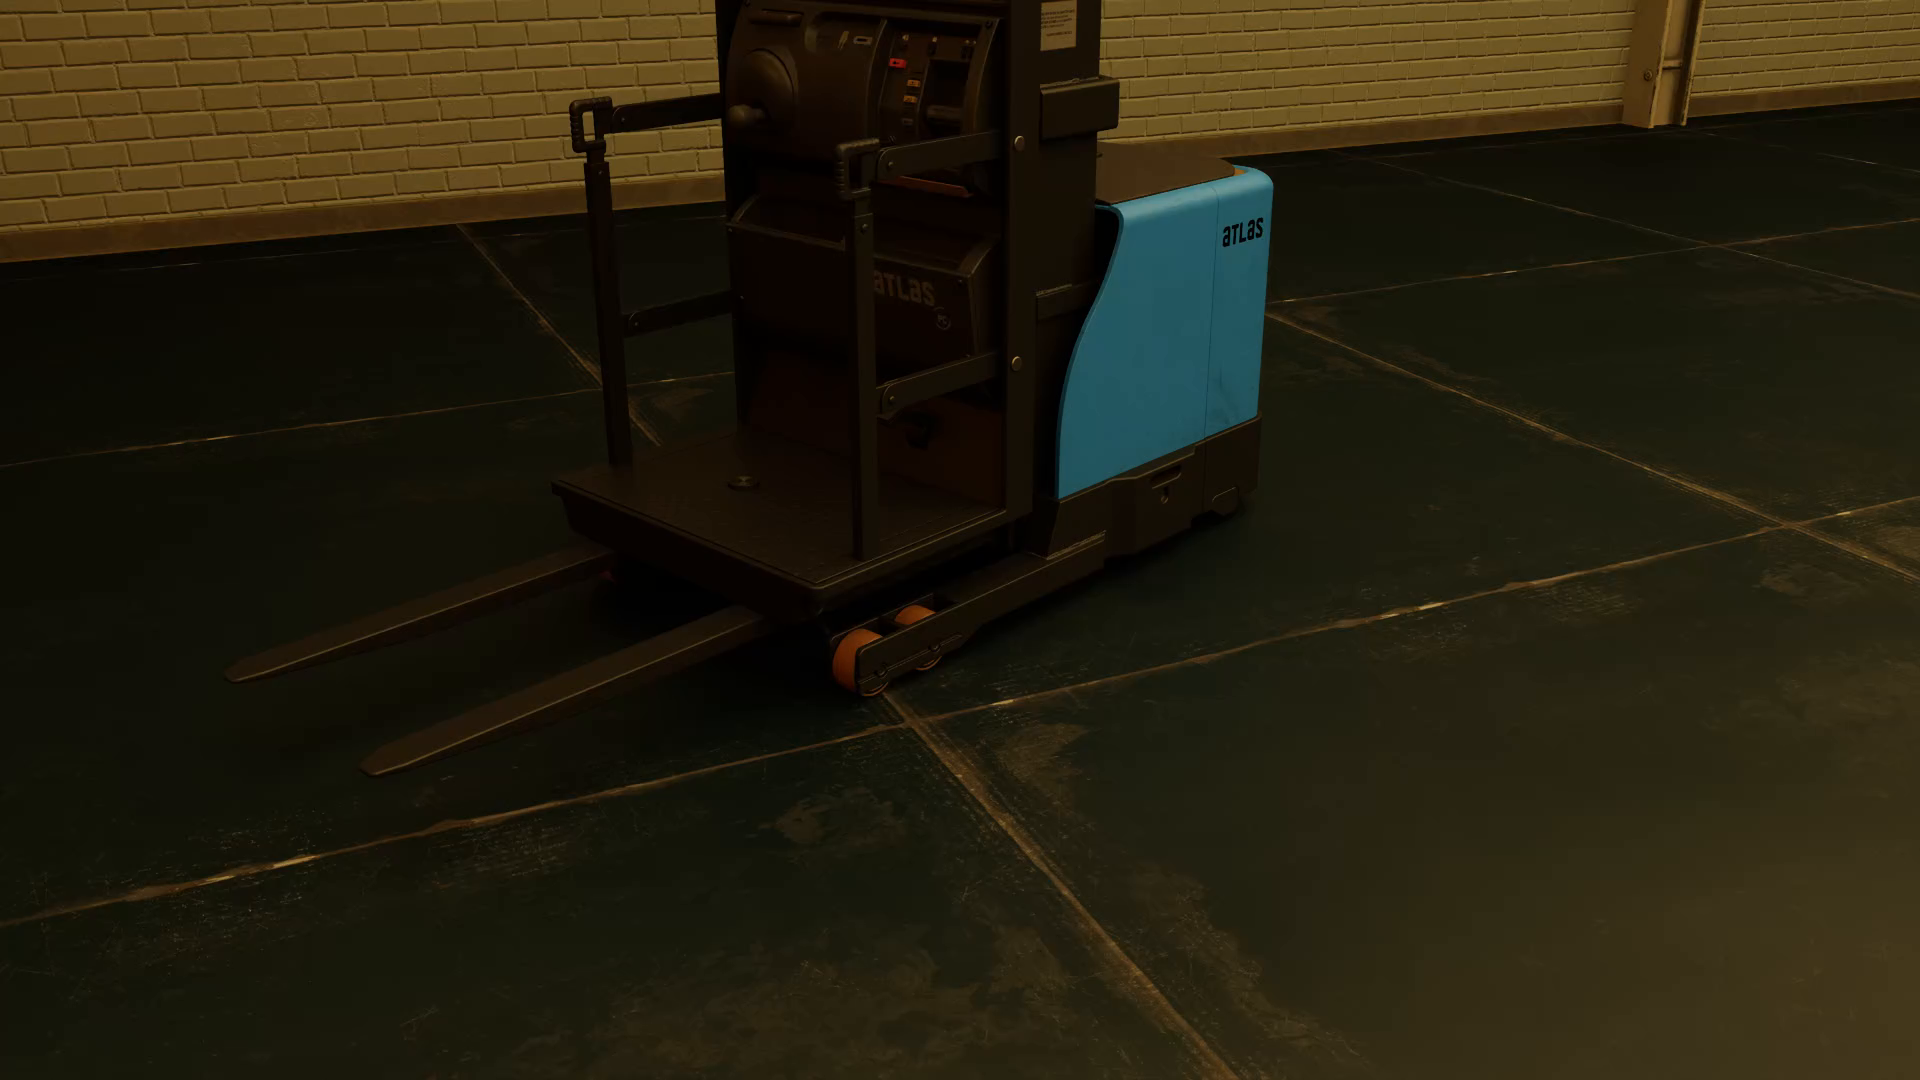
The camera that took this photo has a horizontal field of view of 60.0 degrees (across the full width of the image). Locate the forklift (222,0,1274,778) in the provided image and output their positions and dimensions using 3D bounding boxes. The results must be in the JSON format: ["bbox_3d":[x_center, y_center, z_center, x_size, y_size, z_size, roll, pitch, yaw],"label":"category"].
[{"bbox_3d":[-0.413,-1.182,4.131,1.130,2.935,3.031,19,29,39],"label":"forklift"}]
